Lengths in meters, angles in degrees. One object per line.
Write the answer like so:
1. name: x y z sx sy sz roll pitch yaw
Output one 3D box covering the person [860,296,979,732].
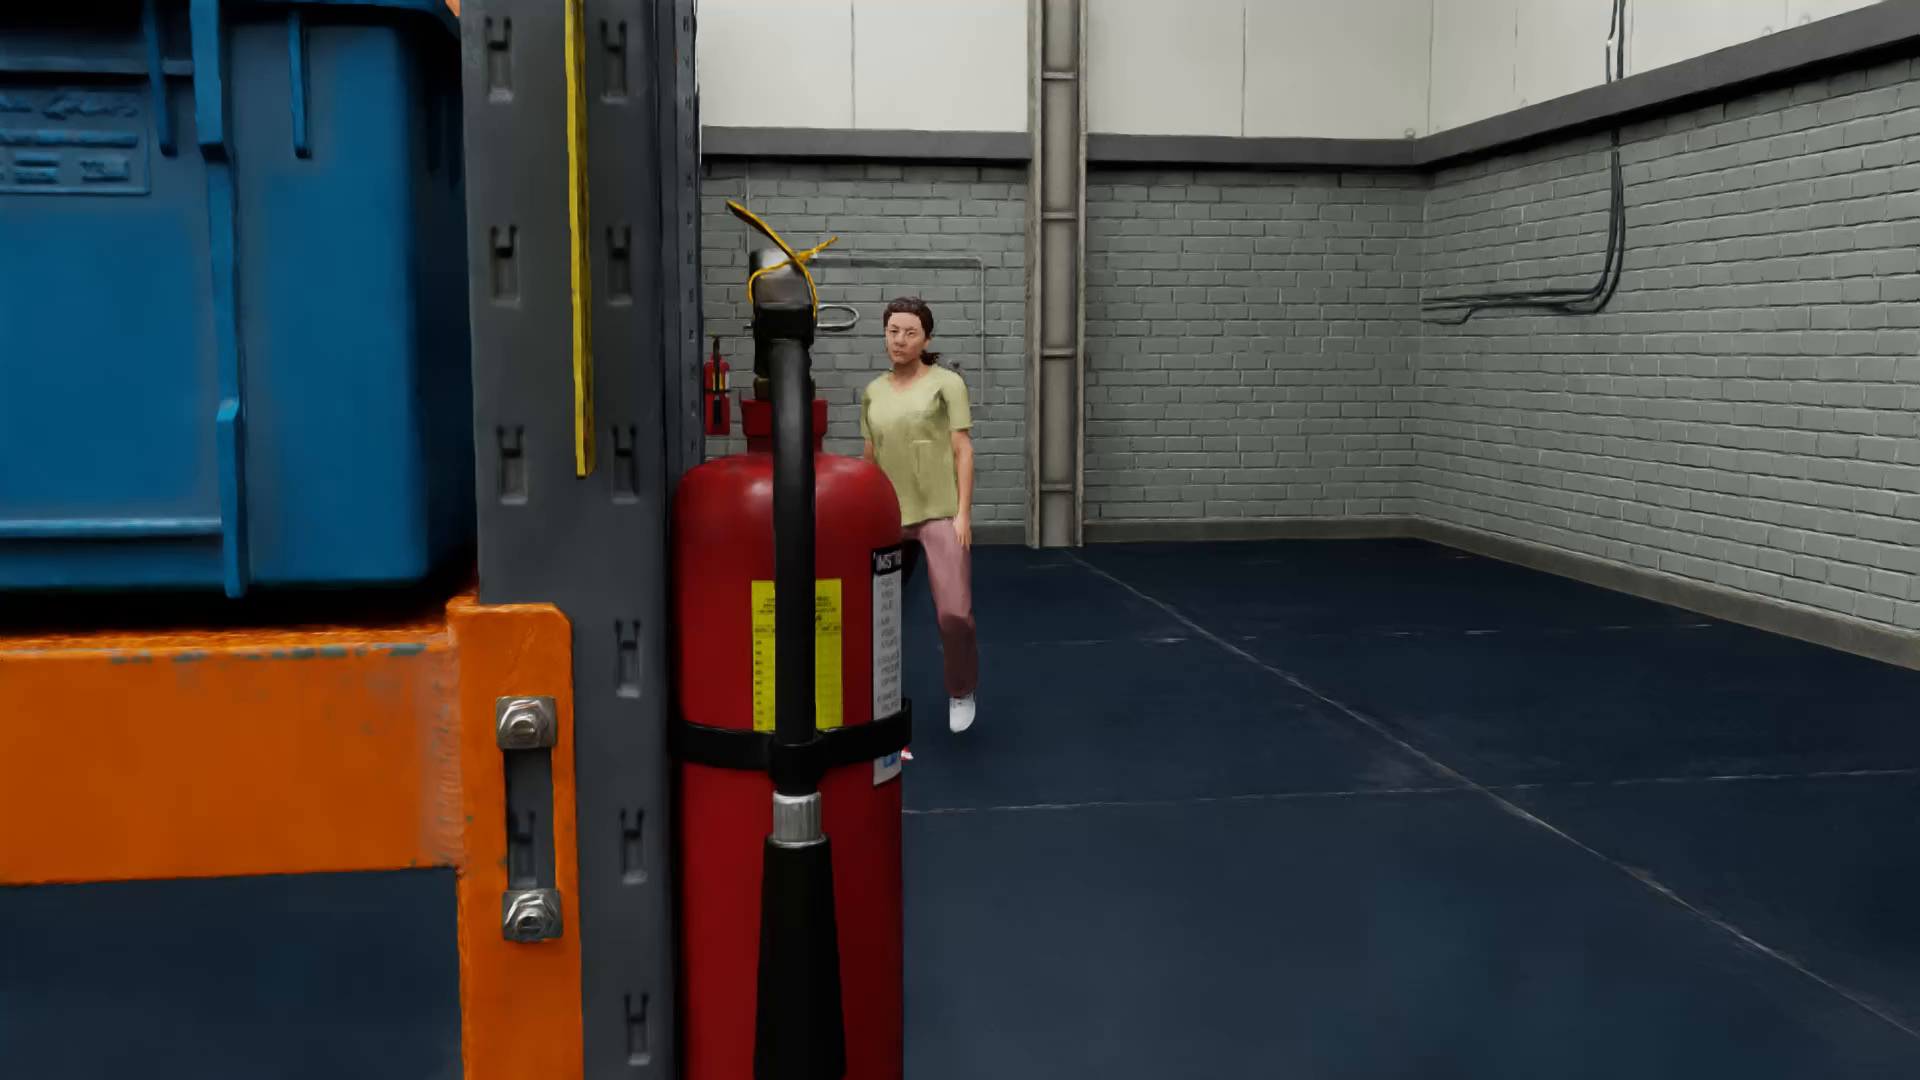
1. person: -0.183 -0.062 6.183 0.615 1.667 0.525 3 7 22
